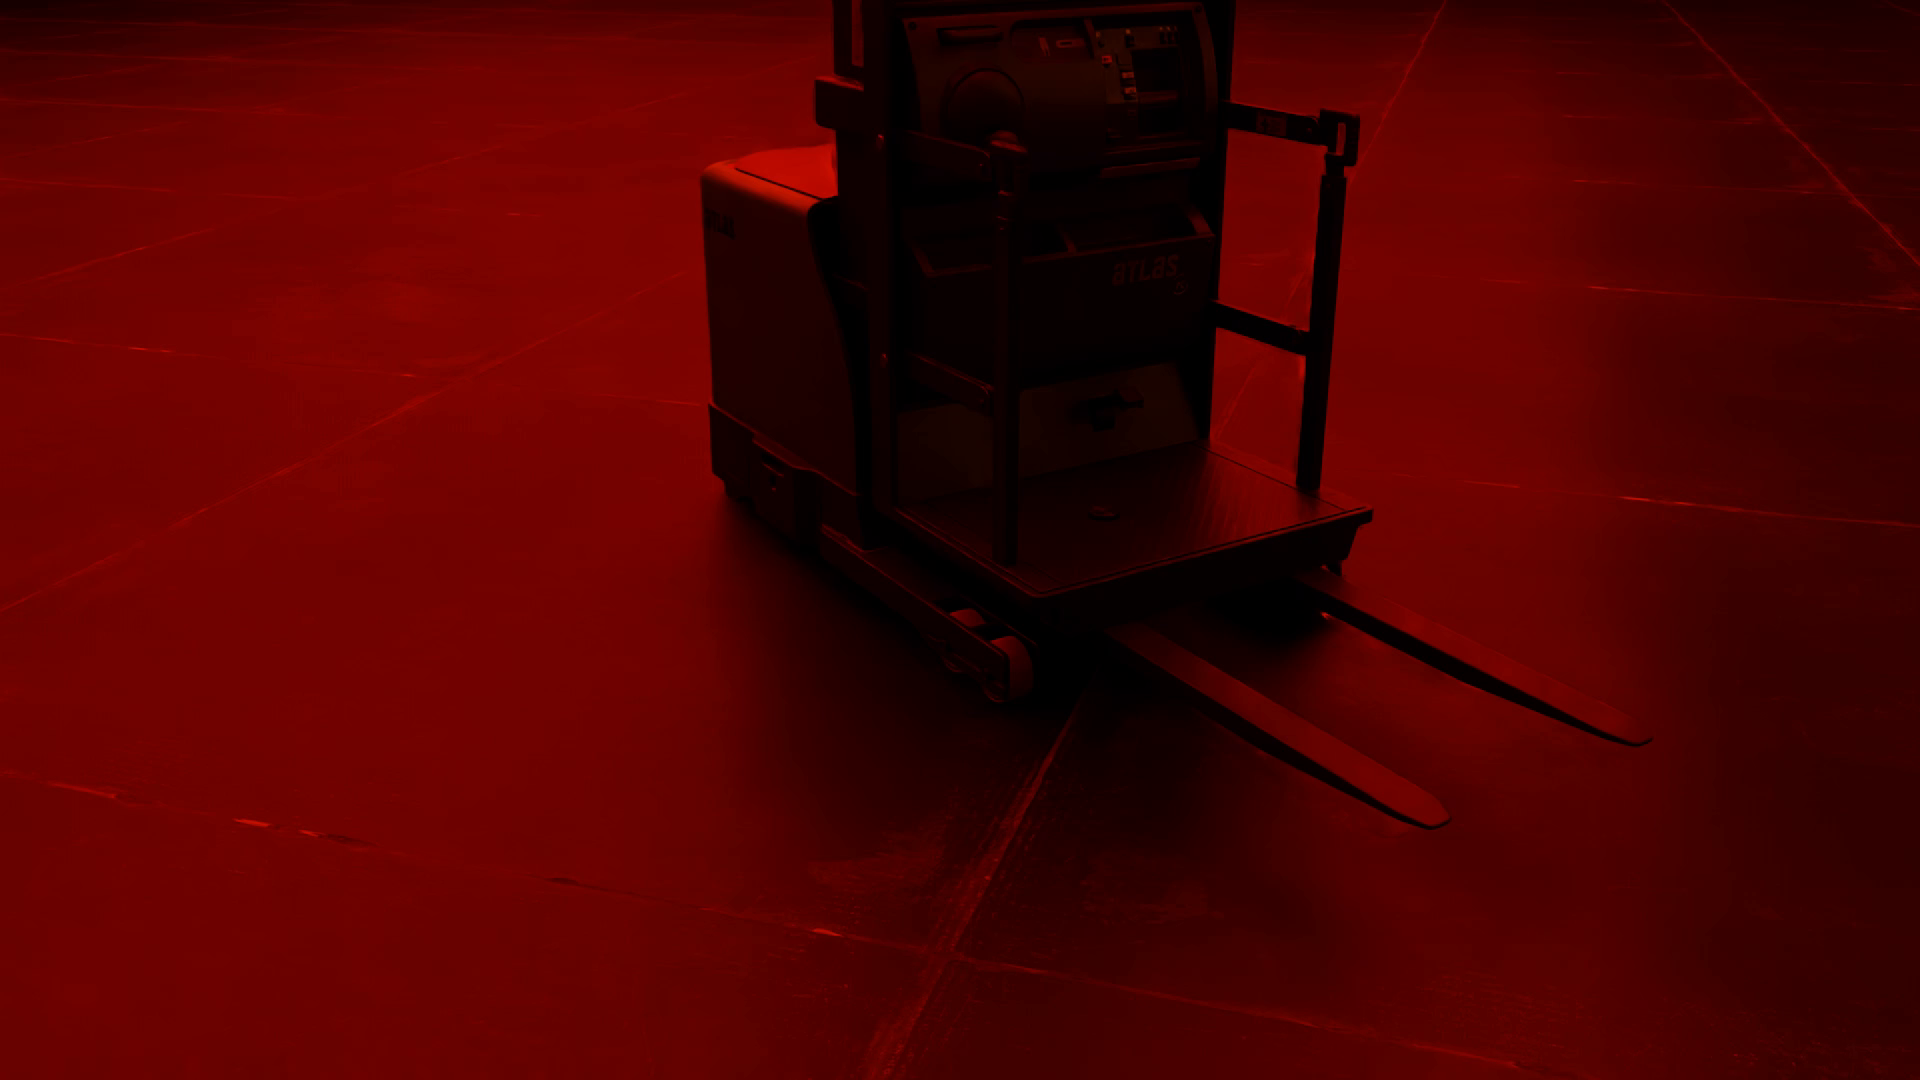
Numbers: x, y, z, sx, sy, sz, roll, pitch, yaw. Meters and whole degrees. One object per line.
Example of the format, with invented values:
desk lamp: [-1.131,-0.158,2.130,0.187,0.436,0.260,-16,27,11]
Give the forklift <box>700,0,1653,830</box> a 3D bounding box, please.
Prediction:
forklift: [0.387,-1.152,4.071,1.130,2.935,3.031,-13,26,-29]
